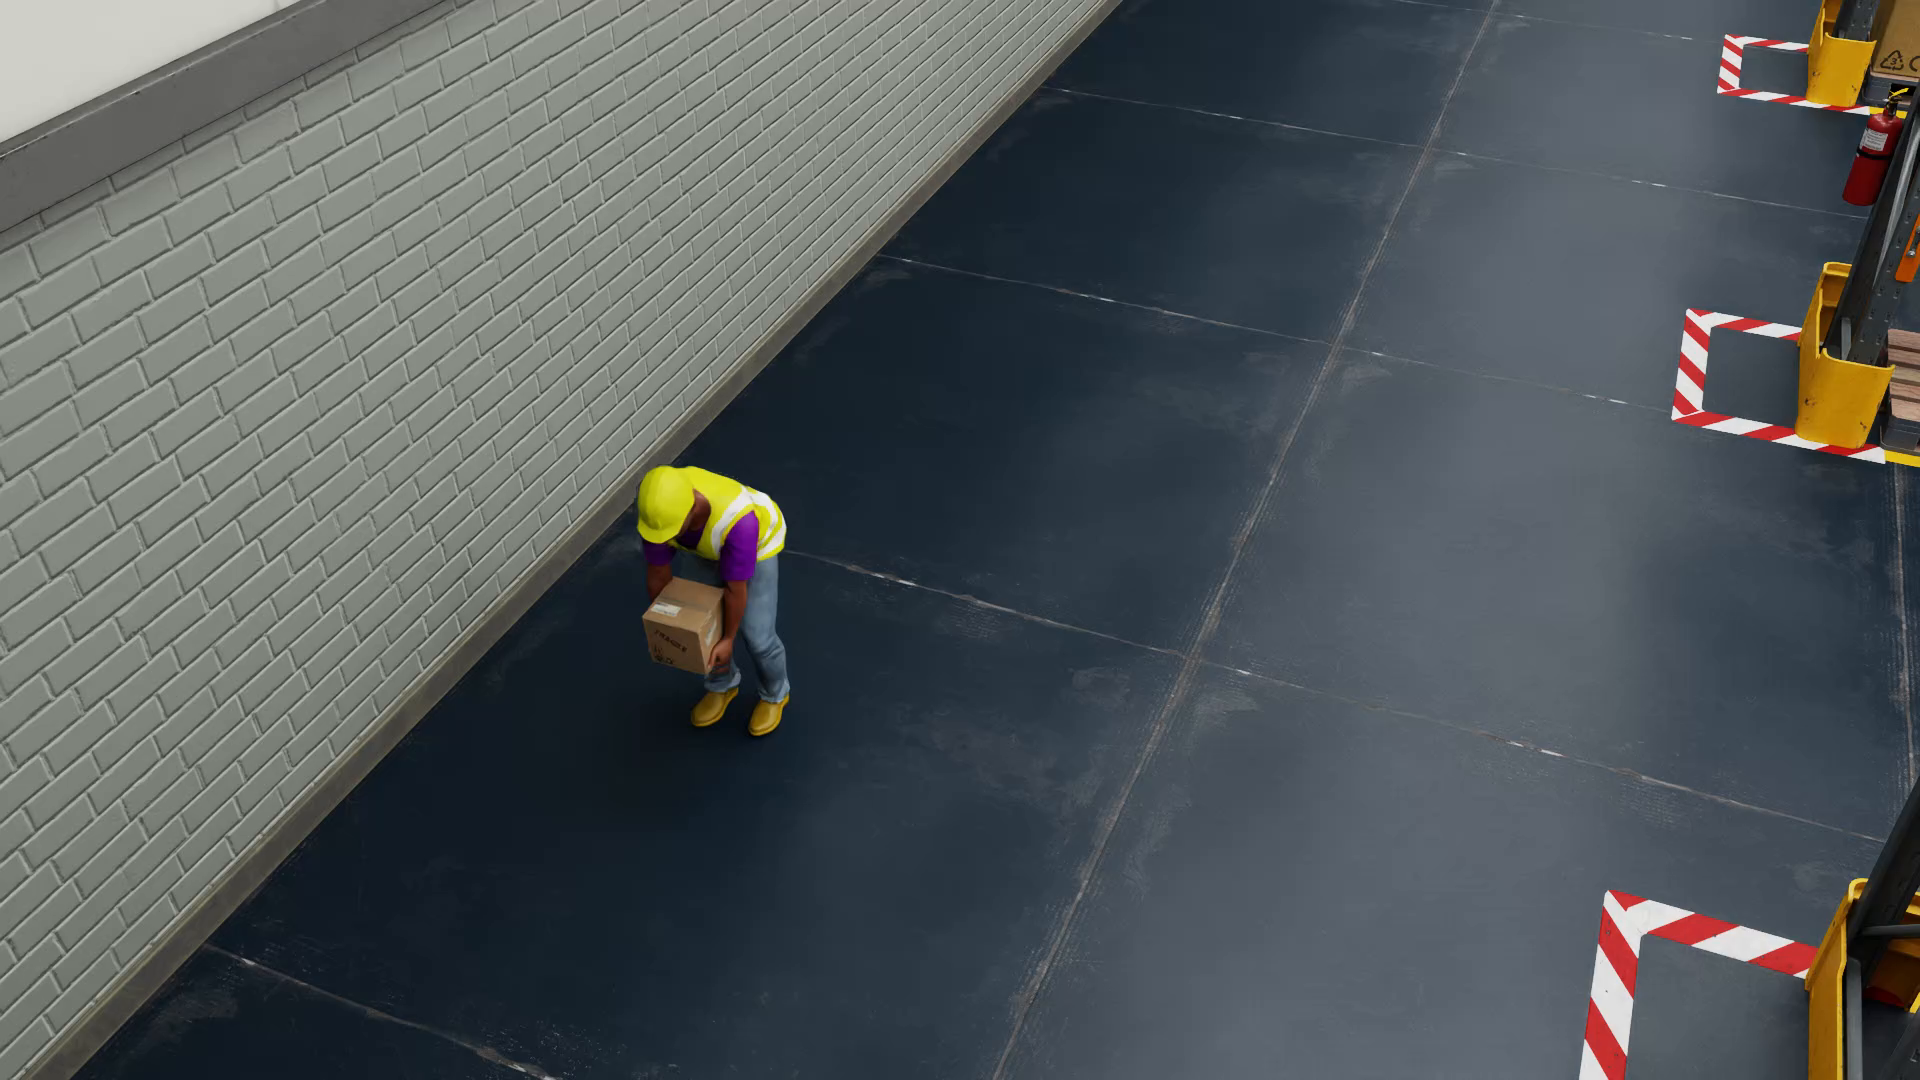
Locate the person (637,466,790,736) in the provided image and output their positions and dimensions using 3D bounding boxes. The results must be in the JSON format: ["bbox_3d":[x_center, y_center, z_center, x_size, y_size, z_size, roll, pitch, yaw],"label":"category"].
[{"bbox_3d":[-0.991,0.212,6.704,0.488,1.542,0.802,13,39,17],"label":"person"}]
